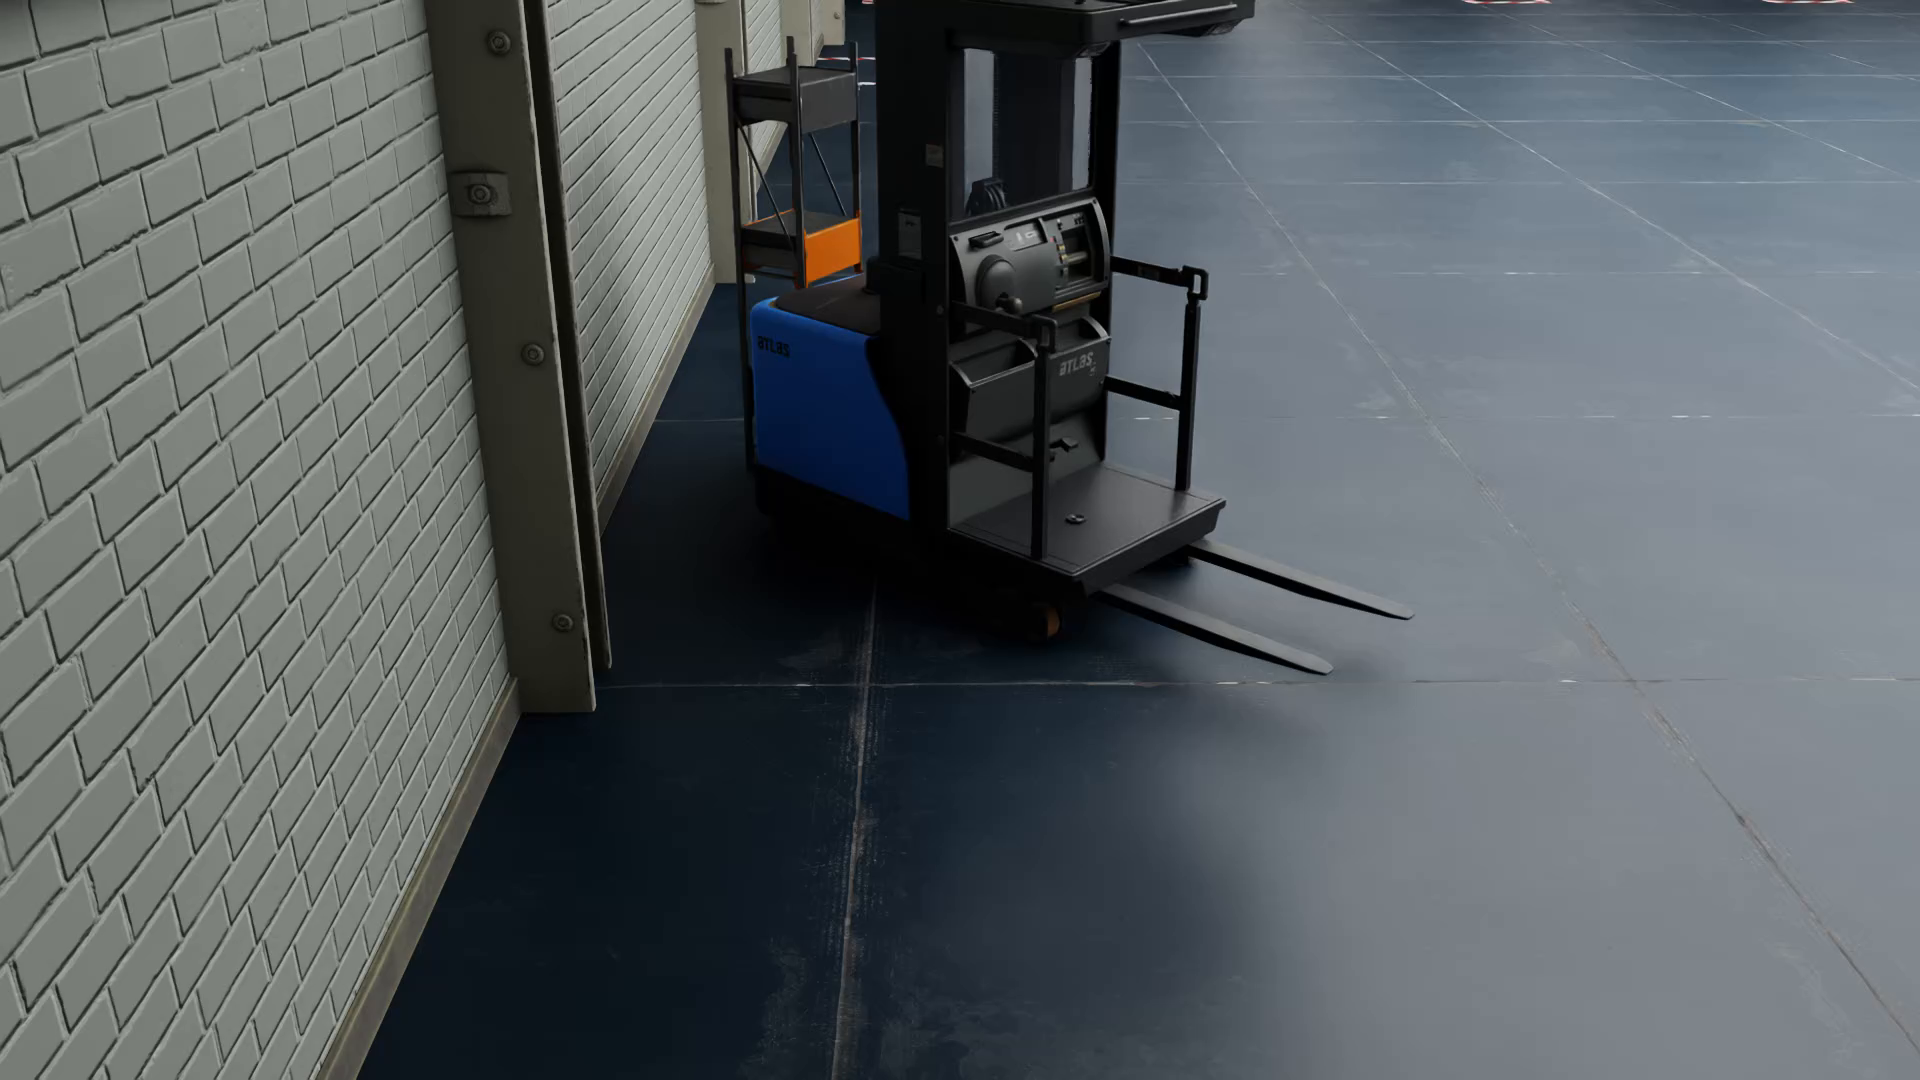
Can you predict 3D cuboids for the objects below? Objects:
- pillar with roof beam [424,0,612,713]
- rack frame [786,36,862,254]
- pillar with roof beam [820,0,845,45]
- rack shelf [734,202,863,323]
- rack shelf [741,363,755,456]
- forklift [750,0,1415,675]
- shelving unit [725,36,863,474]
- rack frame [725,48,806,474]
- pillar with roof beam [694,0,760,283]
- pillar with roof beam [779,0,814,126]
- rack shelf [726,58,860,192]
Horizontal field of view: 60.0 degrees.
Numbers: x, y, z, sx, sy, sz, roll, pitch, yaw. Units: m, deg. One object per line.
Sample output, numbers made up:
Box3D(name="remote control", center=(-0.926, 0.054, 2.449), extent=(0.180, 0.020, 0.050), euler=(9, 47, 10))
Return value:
Box3D(name="pillar with roof beam", center=(2.758, -3.548, 4.675), extent=(9.100, 9.000, 0.400), euler=(0, 24, -1))
Box3D(name="rack frame", center=(-0.666, -1.440, 8.385), extent=(0.400, 2.100, 0.015), euler=(13, 27, 27))
Box3D(name="pillar with roof beam", center=(2.562, -10.965, 21.075), extent=(9.100, 9.000, 0.400), euler=(0, 24, -1))
Box3D(name="rack shelf", center=(-0.788, -1.342, 8.198), extent=(0.431, 0.518, 0.480), euler=(13, 27, 27))
Box3D(name="rack shelf", center=(-0.790, -0.703, 8.483), extent=(0.431, 0.518, 0.480), euler=(13, 27, 27))
Box3D(name="forklift", center=(0.458, -1.162, 6.762), extent=(3.031, 2.935, 1.130), euler=(21, 32, 38))
Box3D(name="shelving unit", center=(-0.788, -1.354, 8.193), extent=(0.431, 2.100, 0.503), euler=(13, 27, 27))
Box3D(name="rack frame", center=(-0.911, -1.269, 8.000), extent=(0.400, 2.100, 0.015), euler=(13, 27, 27))
Box3D(name="pillar with roof beam", center=(2.693, -6.021, 10.142), extent=(9.100, 9.000, 0.400), euler=(0, 24, -1))
Box3D(name="pillar with roof beam", center=(2.627, -8.493, 15.608), extent=(9.100, 9.000, 0.400), euler=(0, 24, -1))
Box3D(name="rack shelf", center=(-0.787, -1.981, 7.913), extent=(0.431, 0.518, 0.480), euler=(13, 27, 27))
